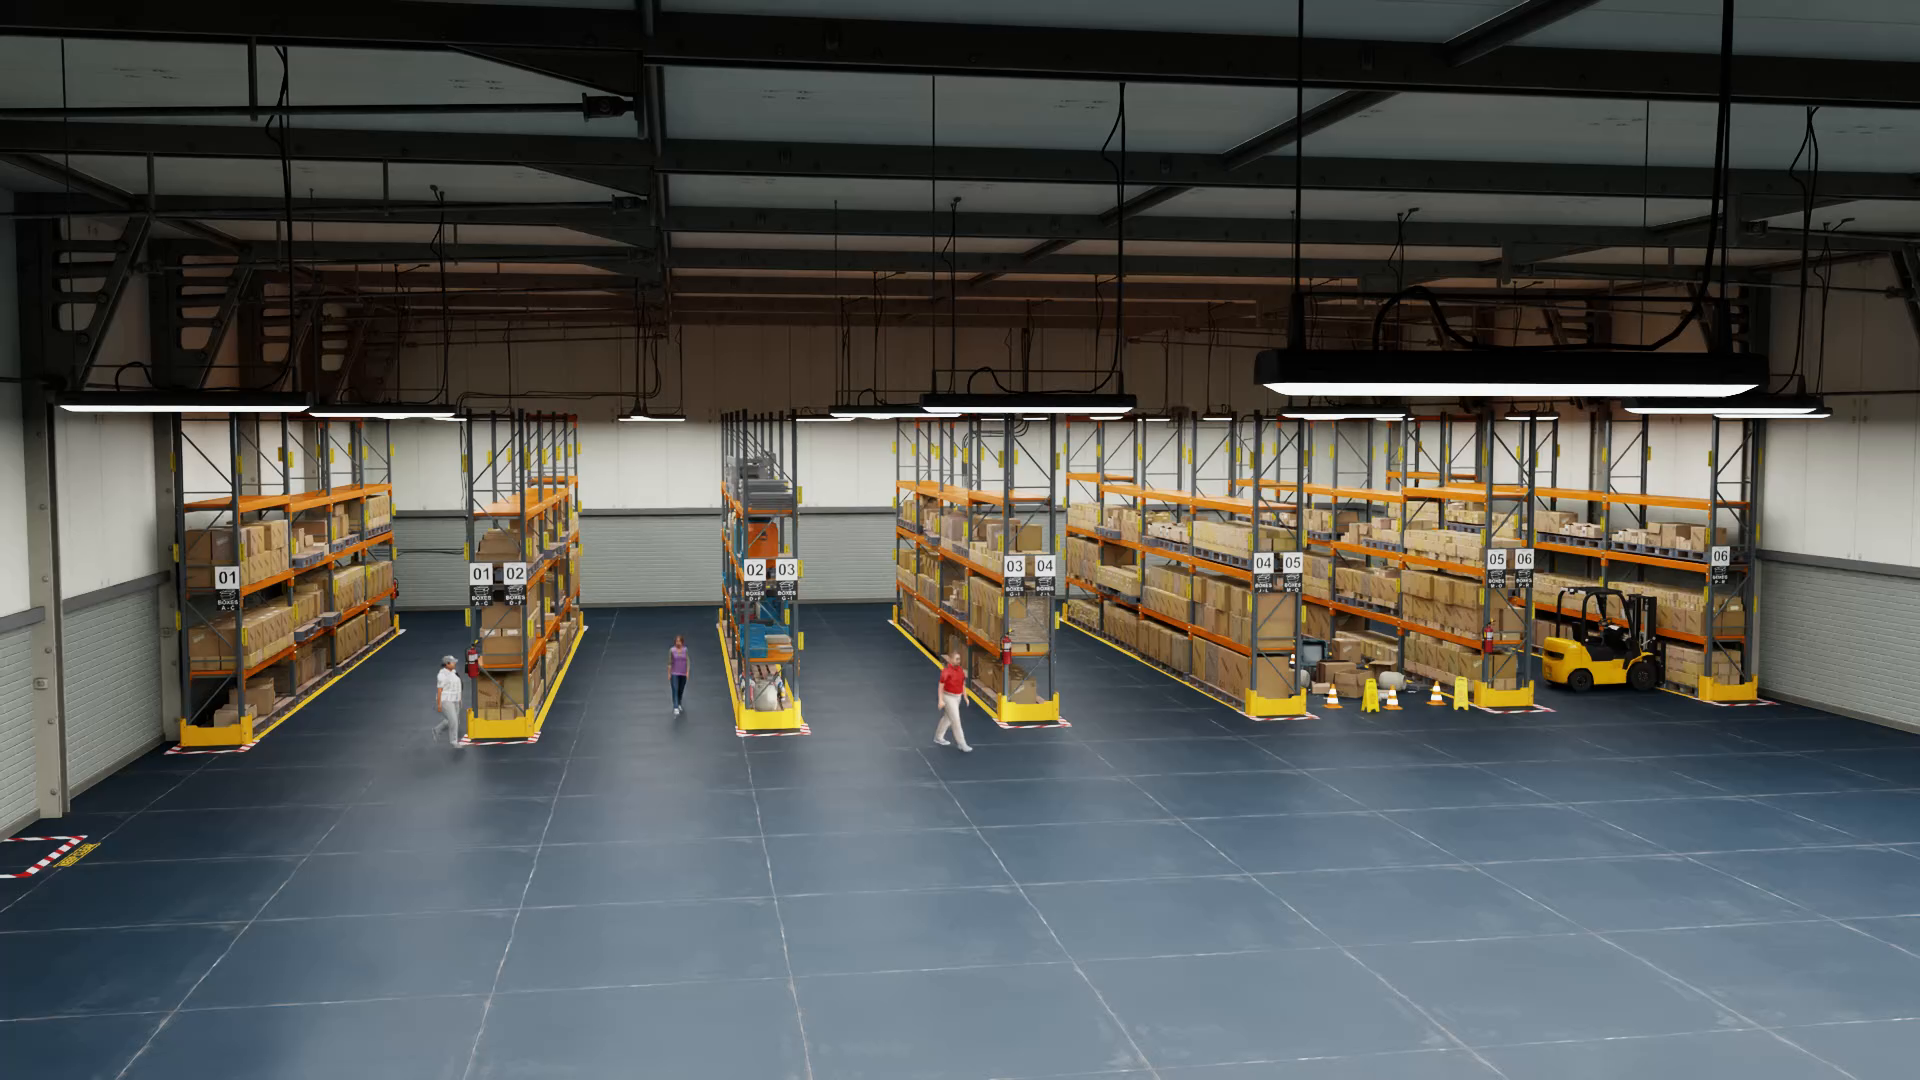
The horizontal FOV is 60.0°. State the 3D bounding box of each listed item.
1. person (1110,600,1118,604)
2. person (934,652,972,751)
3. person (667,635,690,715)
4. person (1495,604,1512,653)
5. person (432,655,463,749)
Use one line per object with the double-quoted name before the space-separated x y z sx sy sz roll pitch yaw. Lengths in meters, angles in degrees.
"person" 4.730 1.297 51.485 0.624 1.634 0.460 -4 5 -43
"person" -0.085 2.812 29.306 0.928 1.682 0.570 2 5 29
"person" -5.520 2.646 32.697 0.435 1.546 0.967 -2 4 -26
"person" 12.693 2.247 38.718 0.407 1.605 0.664 -1 4 -16
"person" -9.081 2.840 29.398 0.830 1.622 0.512 2 4 23
